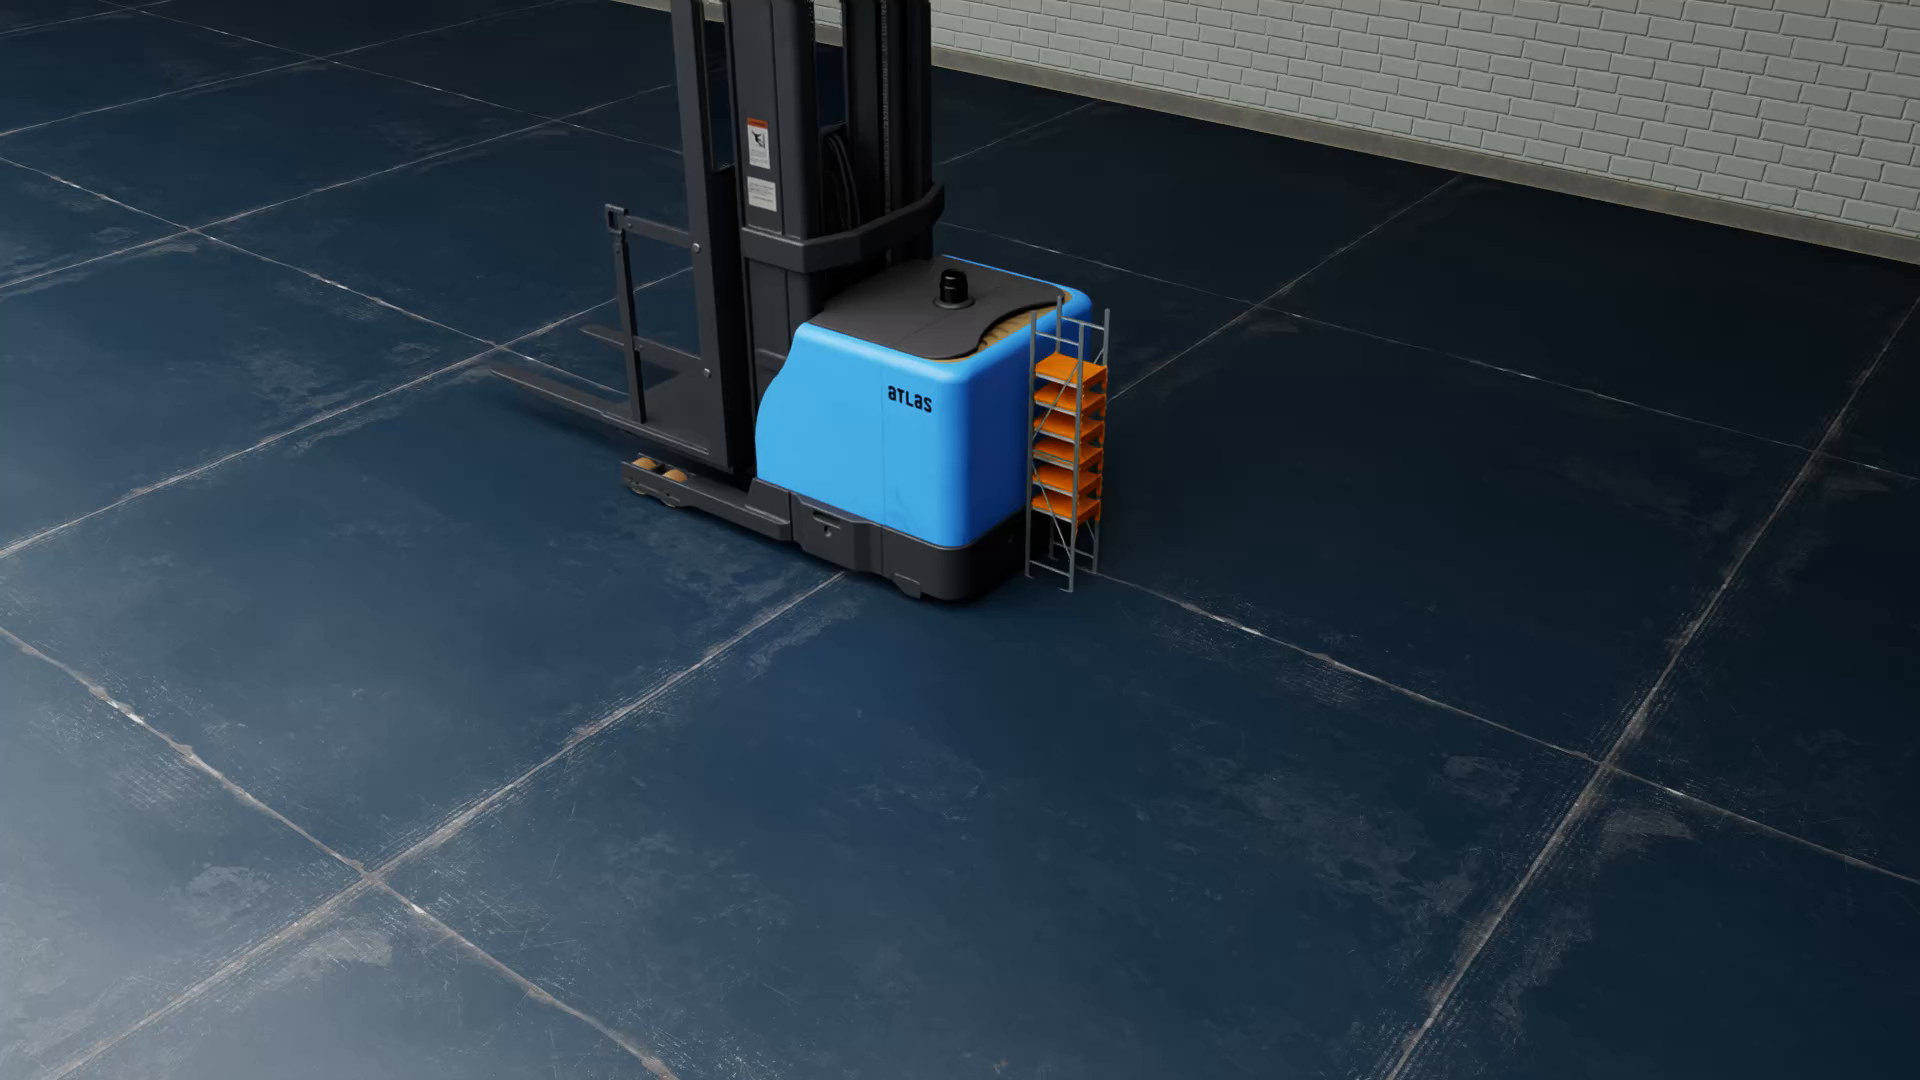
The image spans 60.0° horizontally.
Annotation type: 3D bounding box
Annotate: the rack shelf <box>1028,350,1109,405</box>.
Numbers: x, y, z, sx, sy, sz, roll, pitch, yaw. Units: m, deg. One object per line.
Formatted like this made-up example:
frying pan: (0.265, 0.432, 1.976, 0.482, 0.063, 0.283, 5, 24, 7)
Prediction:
rack shelf: (0.425, -0.638, 6.531, 0.258, 0.103, 0.180, 20, 36, 30)

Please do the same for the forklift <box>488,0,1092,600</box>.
forklift: (-0.927, -1.606, 7.084, 3.031, 2.935, 1.130, 20, 36, 30)

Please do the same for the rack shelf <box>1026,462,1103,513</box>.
rack shelf: (0.425, -0.225, 6.776, 0.258, 0.103, 0.180, 20, 36, 30)

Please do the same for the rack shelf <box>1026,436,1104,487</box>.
rack shelf: (0.425, -0.329, 6.714, 0.258, 0.103, 0.180, 20, 36, 30)

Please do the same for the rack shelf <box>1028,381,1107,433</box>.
rack shelf: (0.425, -0.535, 6.592, 0.258, 0.103, 0.180, 20, 36, 30)

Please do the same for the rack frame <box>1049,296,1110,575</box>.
rack frame: (0.479, -0.404, 6.755, 0.240, 1.200, 0.006, 20, 36, 30)

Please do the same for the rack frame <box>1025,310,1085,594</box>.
rack frame: (0.371, -0.329, 6.628, 0.240, 1.200, 0.006, 20, 36, 30)

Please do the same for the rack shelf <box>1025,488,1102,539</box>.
rack shelf: (0.424, -0.122, 6.837, 0.258, 0.103, 0.180, 20, 36, 30)

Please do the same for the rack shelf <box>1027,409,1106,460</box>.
rack shelf: (0.425, -0.432, 6.653, 0.258, 0.103, 0.180, 20, 36, 30)

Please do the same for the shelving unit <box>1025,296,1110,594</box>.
shelving unit: (0.425, -0.367, 6.692, 0.258, 1.200, 0.189, 20, 36, 30)
